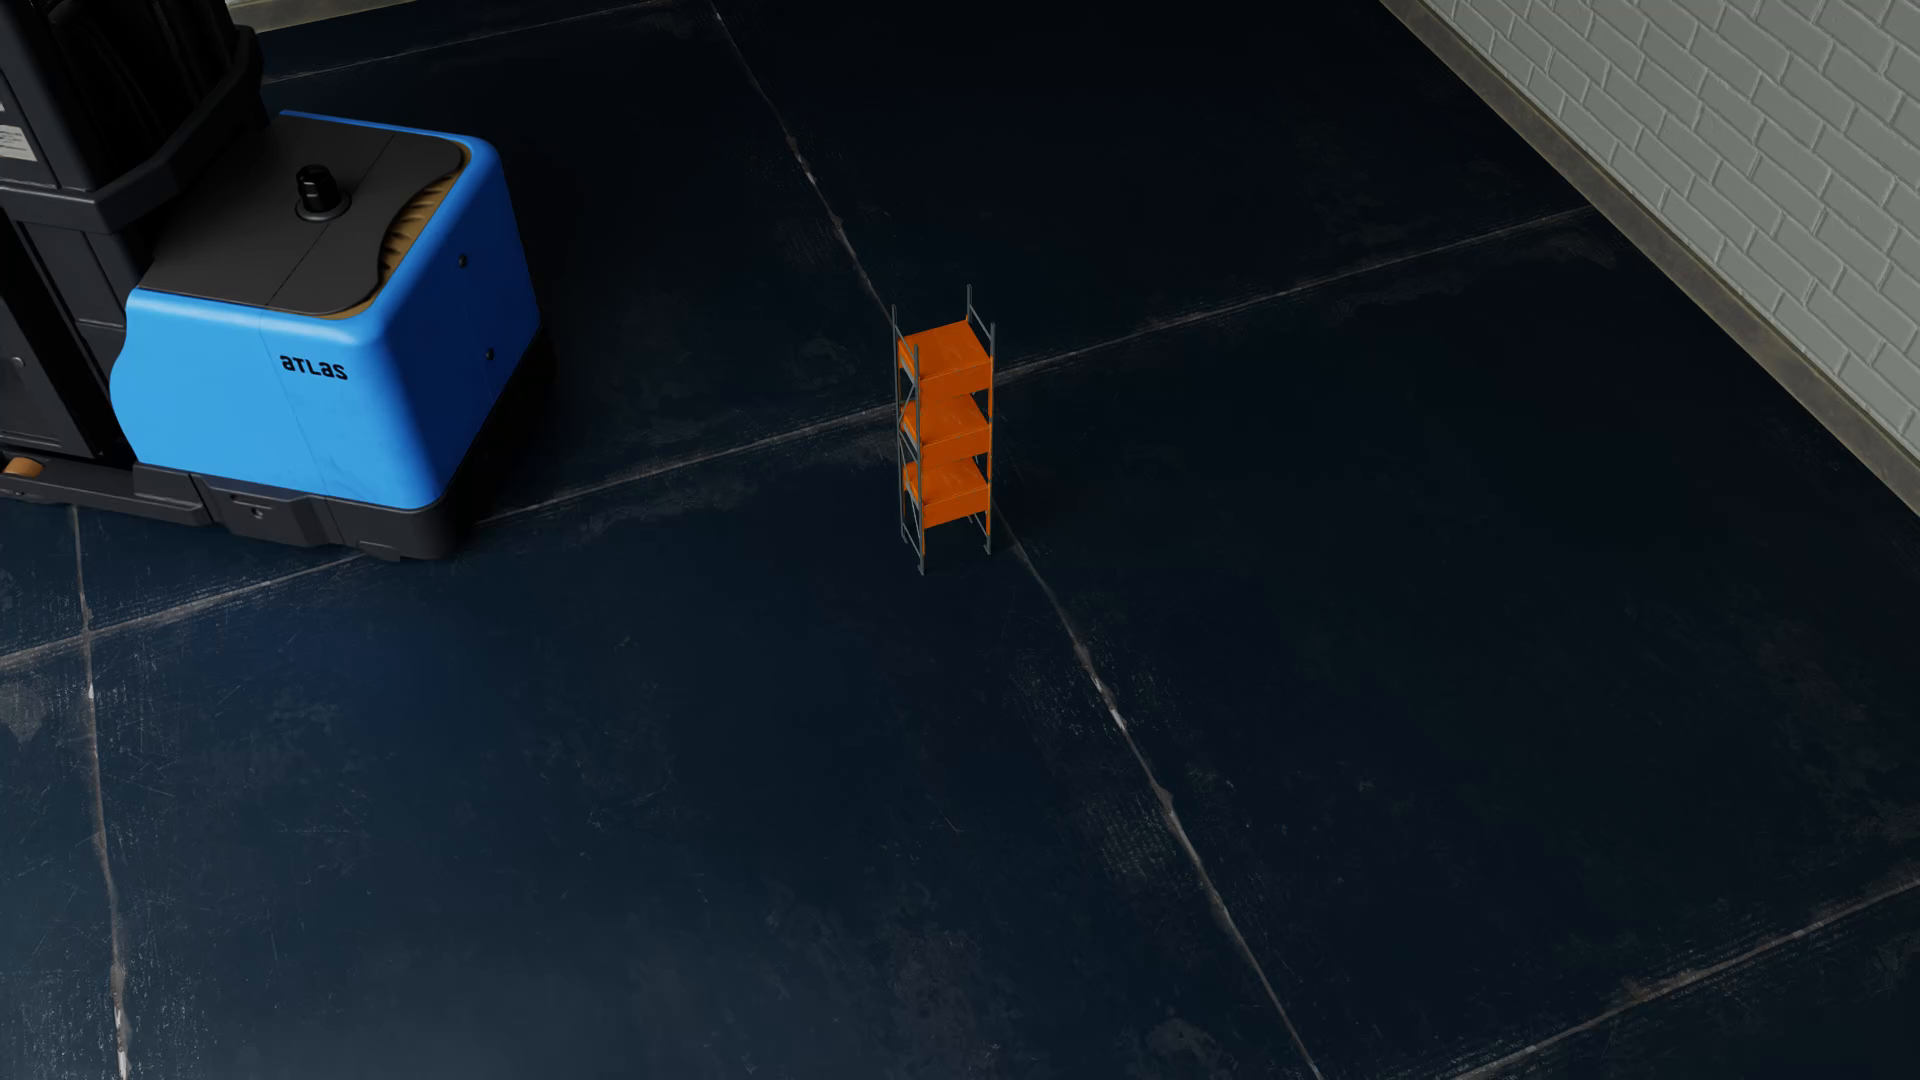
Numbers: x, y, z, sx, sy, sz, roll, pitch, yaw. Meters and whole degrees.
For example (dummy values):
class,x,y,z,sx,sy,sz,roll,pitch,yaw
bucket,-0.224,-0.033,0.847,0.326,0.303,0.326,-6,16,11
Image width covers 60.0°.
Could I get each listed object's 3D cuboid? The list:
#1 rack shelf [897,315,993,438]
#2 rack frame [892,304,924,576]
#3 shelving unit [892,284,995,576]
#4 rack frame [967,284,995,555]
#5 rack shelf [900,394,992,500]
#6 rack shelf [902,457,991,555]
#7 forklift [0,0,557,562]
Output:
class,x,y,z,sx,sy,sz,roll,pitch,yaw
rack shelf,-0.050,-0.505,5.131,0.240,0.259,0.215,-17,52,-14
rack frame,-0.162,-0.292,5.308,0.008,1.050,0.200,-17,52,-14
shelving unit,-0.050,-0.327,5.339,0.252,1.050,0.215,-17,52,-14
rack frame,0.063,-0.362,5.369,0.008,1.050,0.200,-17,52,-14
rack shelf,-0.050,-0.320,5.347,0.240,0.259,0.215,-17,52,-14
rack shelf,-0.050,-0.139,5.557,0.240,0.259,0.215,-17,52,-14
forklift,-3.074,-1.467,5.078,3.031,2.935,1.130,10,50,8
